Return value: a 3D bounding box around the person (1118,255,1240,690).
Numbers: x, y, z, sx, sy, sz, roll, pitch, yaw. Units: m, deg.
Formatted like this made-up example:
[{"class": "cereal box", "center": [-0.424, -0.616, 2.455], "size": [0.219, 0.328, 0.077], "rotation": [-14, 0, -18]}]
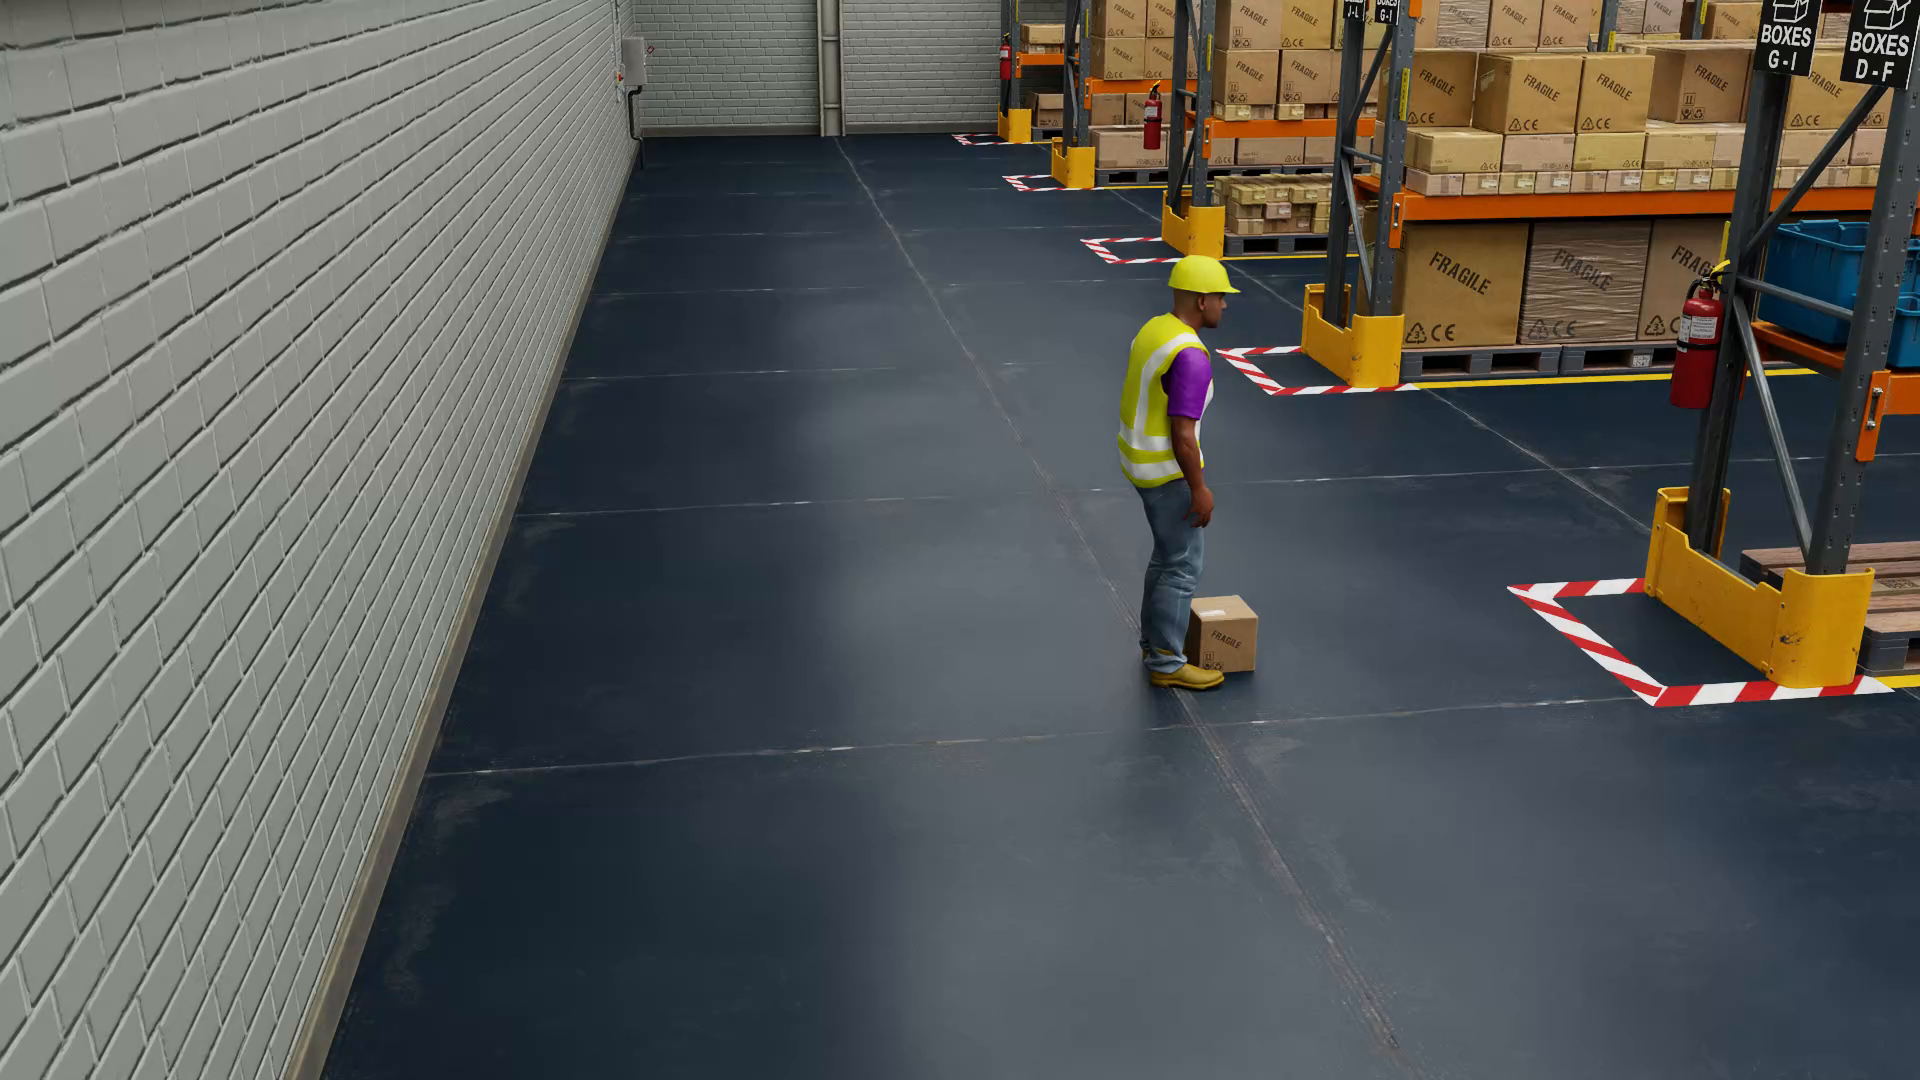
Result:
[{"class": "person", "center": [0.891, -0.287, 6.840], "size": [0.457, 1.761, 0.626], "rotation": [-3, 20, -8]}]
